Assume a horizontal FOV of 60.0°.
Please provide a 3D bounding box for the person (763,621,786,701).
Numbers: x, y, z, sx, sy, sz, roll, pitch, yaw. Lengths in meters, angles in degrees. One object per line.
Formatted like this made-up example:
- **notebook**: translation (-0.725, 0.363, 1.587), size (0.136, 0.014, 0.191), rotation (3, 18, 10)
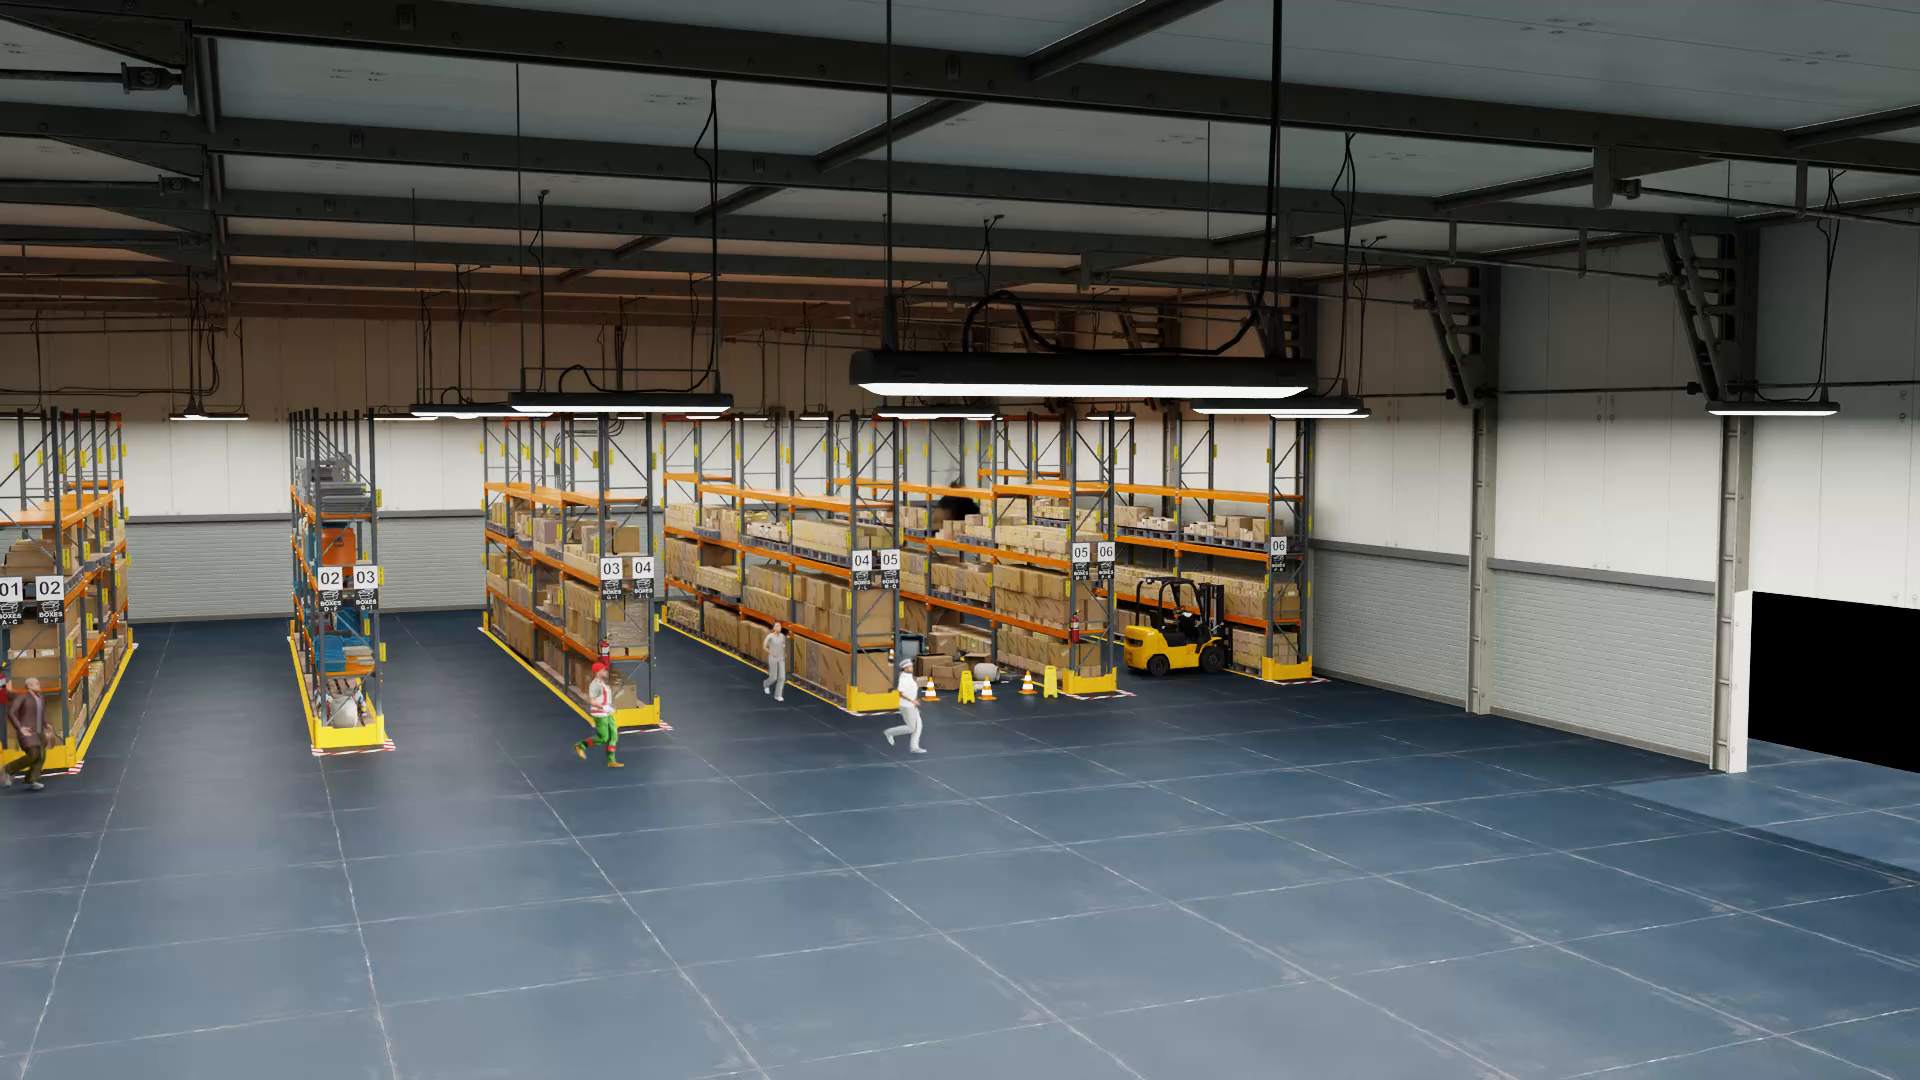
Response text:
- **person**: translation (-3.824, 2.484, 34.452), size (0.563, 1.643, 0.752), rotation (-3, 5, -36)

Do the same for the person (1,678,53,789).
- **person**: translation (-14.640, 3.129, 26.194), size (0.671, 1.521, 0.760), rotation (0, 4, 5)

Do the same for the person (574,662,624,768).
- **person**: translation (-6.000, 2.908, 27.655), size (0.831, 1.759, 0.666), rotation (0, 4, 5)

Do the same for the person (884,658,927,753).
- **person**: translation (-0.938, 2.870, 28.873), size (0.737, 1.664, 0.577), rotation (1, 4, 7)

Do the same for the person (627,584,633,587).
- **person**: translation (-9.127, 1.729, 46.158), size (0.664, 1.639, 0.955), rotation (-1, 4, -14)
